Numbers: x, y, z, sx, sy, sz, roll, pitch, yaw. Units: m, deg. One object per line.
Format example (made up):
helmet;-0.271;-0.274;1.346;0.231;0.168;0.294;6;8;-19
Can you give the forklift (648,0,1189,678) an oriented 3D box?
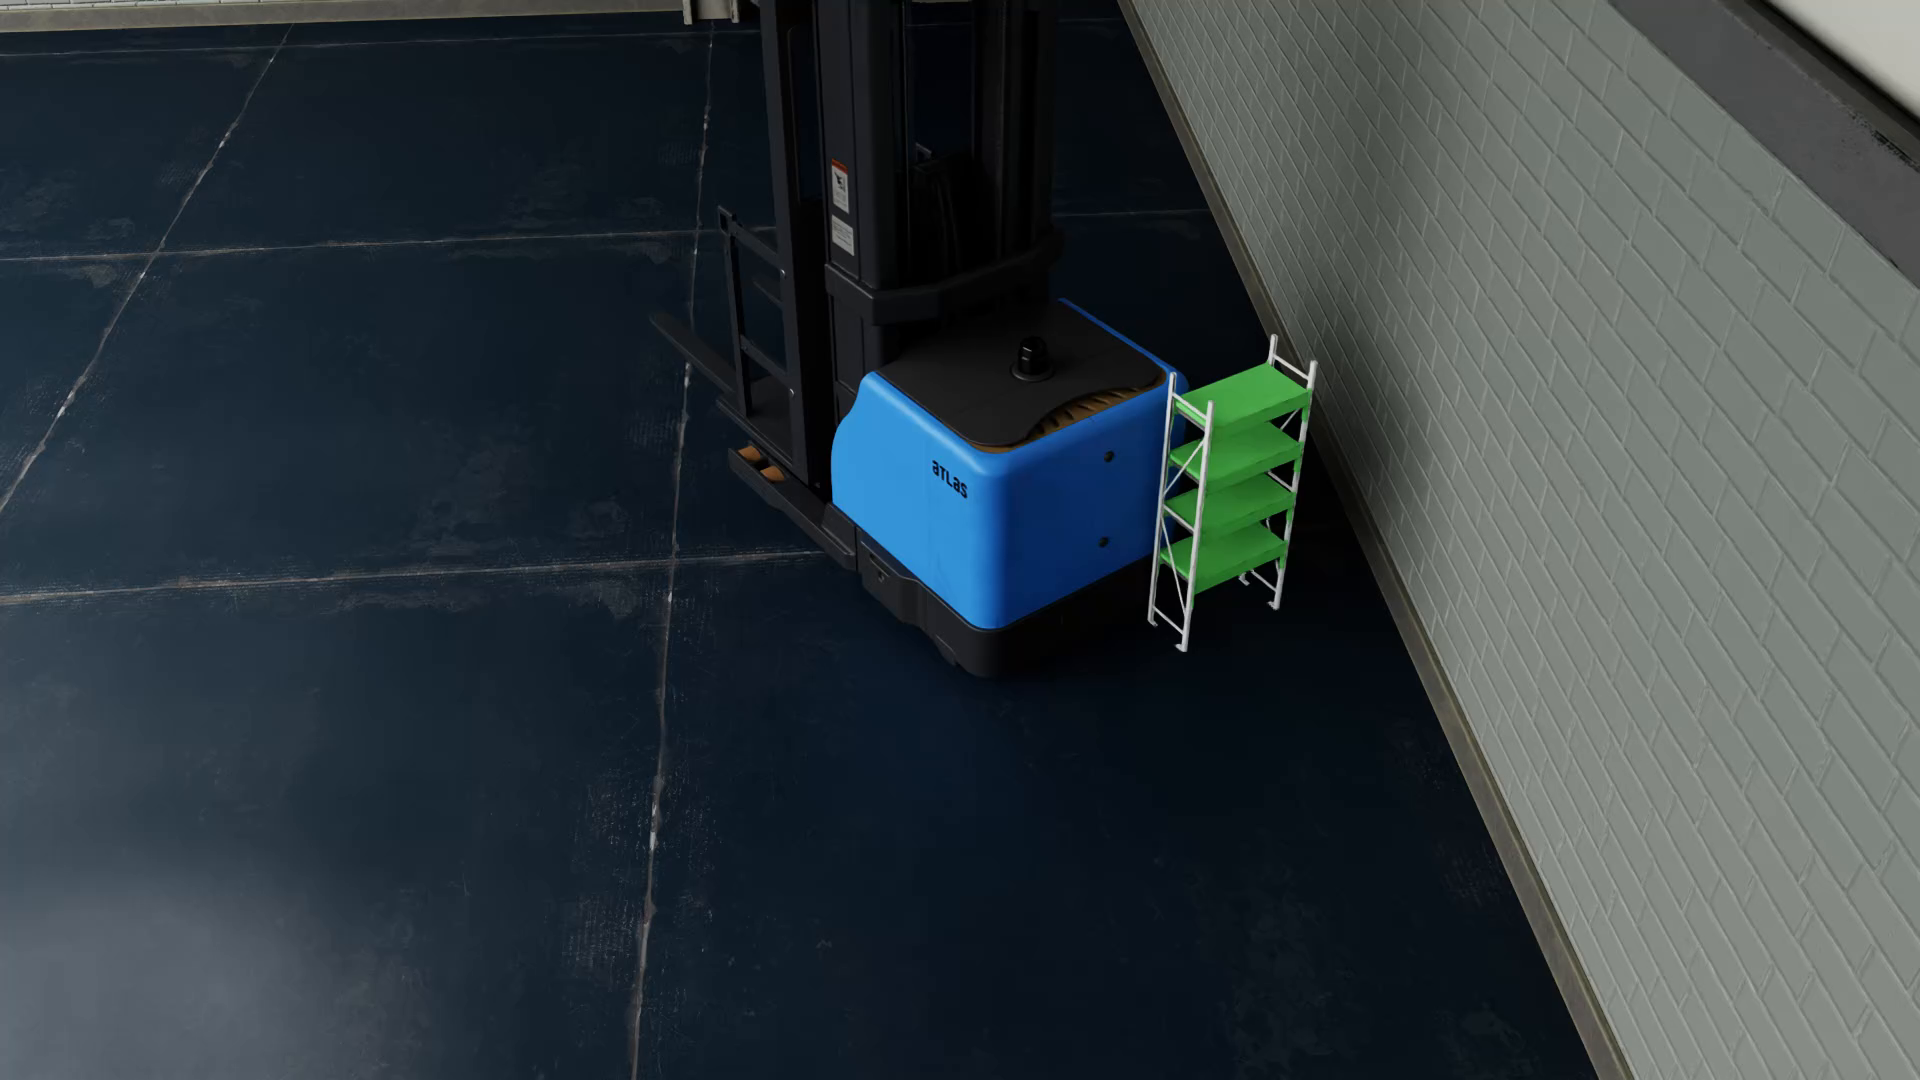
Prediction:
forklift;-0.391;-1.477;6.756;1.130;2.935;3.031;-25;45;-28

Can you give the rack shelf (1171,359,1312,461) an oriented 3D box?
rack shelf;1.046;-0.490;6.231;0.480;0.148;0.258;-22;43;-25

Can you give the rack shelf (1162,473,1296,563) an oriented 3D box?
rack shelf;1.046;-0.114;6.528;0.480;0.148;0.258;-22;43;-25

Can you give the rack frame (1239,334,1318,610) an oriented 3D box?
rack frame;1.251;-0.246;6.593;0.015;1.200;0.240;-22;43;-25

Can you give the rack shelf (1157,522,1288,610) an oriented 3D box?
rack shelf;1.046;0.075;6.677;0.480;0.148;0.258;-22;43;-25

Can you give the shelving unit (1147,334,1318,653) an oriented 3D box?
shelving unit;1.046;-0.164;6.489;0.503;1.200;0.258;-22;43;-25

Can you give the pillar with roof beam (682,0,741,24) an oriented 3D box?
pillar with roof beam;-1.413;-4.687;5.926;0.400;9.000;9.100;-3;38;-4

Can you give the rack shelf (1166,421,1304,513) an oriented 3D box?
rack shelf;1.046;-0.302;6.380;0.480;0.148;0.258;-22;43;-25

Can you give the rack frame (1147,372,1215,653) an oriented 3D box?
rack frame;0.841;-0.082;6.385;0.015;1.200;0.240;-22;43;-25
